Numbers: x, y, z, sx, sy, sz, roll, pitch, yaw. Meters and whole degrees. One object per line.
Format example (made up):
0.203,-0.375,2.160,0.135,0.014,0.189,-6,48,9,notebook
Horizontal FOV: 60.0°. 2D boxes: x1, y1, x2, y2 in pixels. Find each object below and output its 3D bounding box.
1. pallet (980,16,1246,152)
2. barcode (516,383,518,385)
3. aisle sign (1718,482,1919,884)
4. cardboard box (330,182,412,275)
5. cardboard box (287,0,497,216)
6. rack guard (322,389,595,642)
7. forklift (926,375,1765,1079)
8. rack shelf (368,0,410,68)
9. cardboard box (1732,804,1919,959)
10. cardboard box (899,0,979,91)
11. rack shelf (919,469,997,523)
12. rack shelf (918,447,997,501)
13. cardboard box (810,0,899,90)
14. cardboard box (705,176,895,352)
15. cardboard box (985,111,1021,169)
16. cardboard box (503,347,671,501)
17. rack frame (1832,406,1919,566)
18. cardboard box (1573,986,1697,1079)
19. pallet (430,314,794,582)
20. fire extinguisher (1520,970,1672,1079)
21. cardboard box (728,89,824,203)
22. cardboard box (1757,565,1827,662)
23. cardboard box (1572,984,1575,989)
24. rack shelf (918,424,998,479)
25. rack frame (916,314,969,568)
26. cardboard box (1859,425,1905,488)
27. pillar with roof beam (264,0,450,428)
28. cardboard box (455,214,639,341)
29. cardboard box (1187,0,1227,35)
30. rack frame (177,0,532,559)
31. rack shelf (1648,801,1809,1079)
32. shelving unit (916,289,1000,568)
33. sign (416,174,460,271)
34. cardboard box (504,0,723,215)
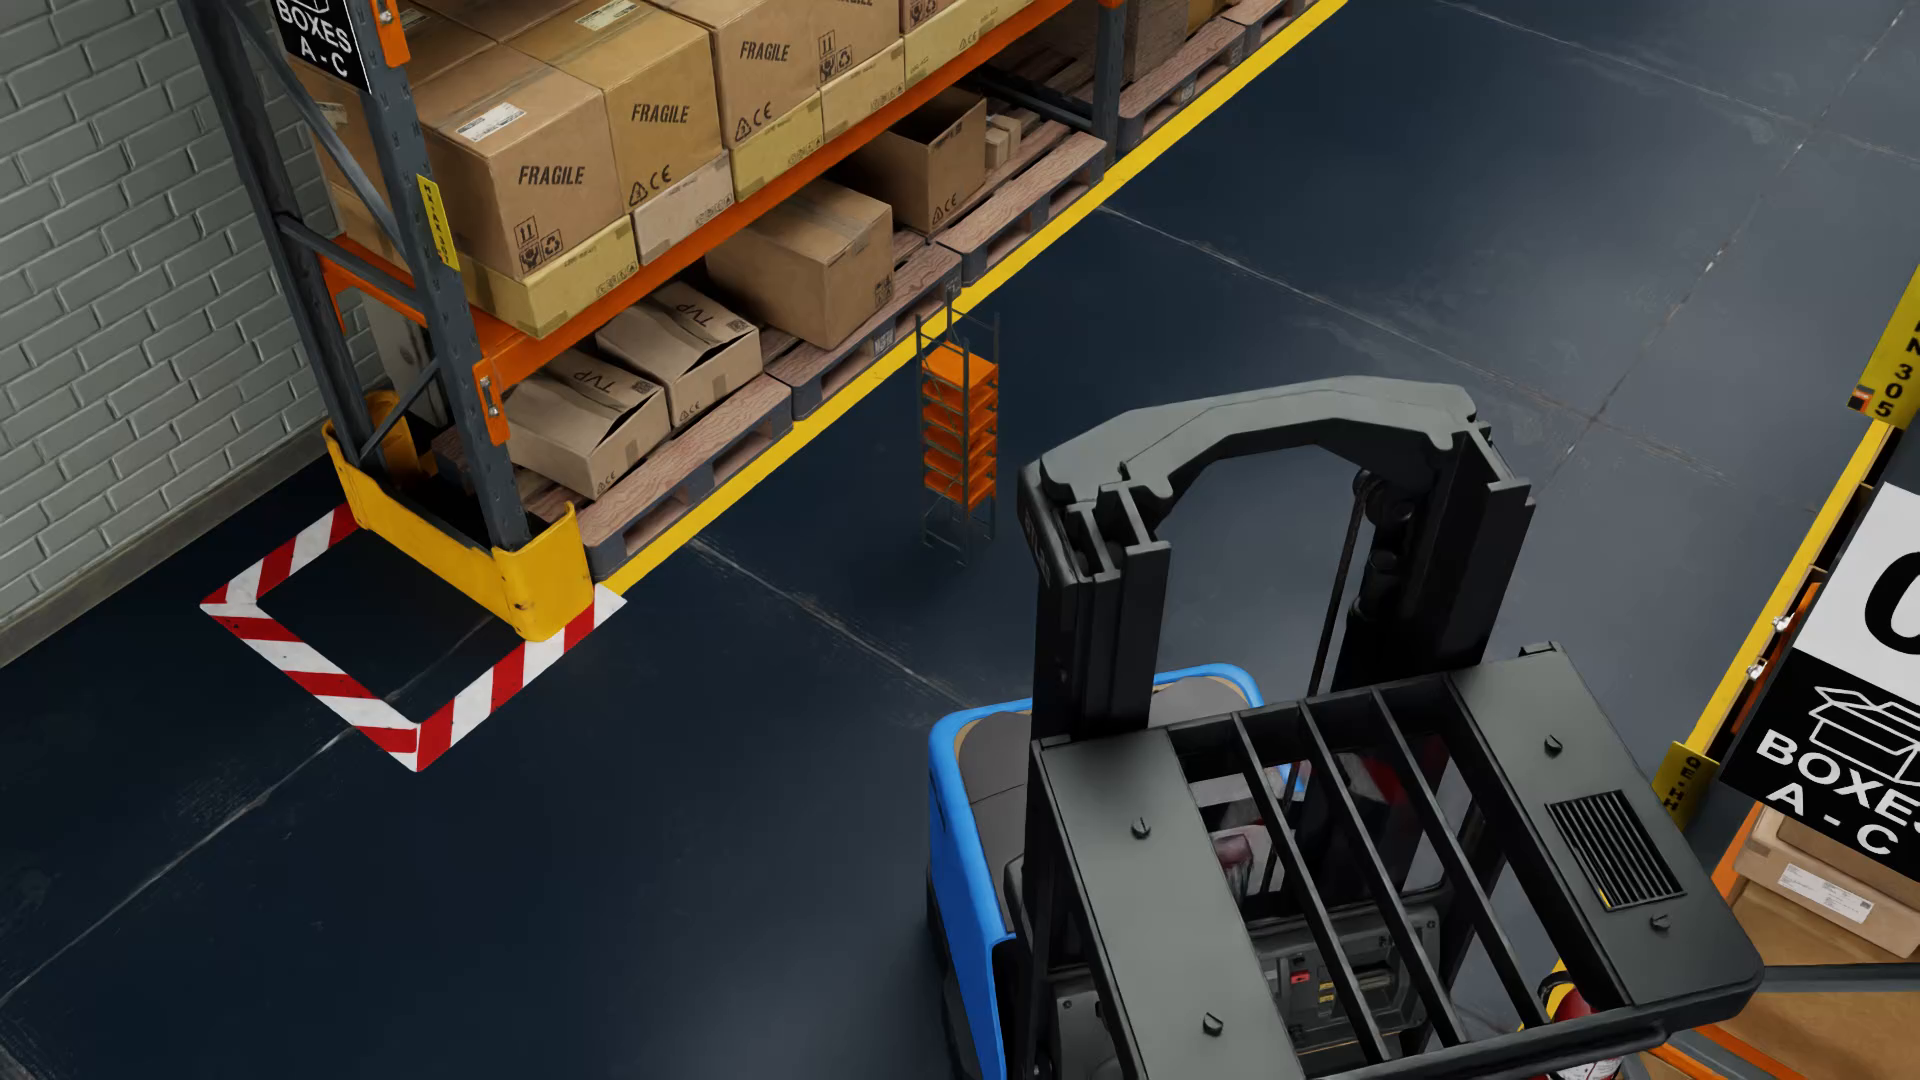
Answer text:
0.863,-2.700,9.348,1.003,0.211,1.213,29,53,25,pallet
-1.868,-0.698,7.056,0.001,0.075,0.075,29,53,25,barcode
1.592,0.269,2.785,0.394,0.787,0.004,29,53,25,aisle sign
-1.925,-1.237,6.111,0.500,0.250,0.500,30,53,25,cardboard box
-1.937,-1.506,5.850,0.500,0.500,0.500,29,53,25,cardboard box
-2.011,-0.108,6.673,1.175,0.500,0.348,29,53,25,rack guard
0.727,1.210,3.732,1.130,2.935,3.031,-10,47,-9,forklift
-0.834,-2.860,5.996,1.077,0.370,4.000,29,53,25,rack shelf
1.948,0.698,3.656,0.380,0.149,0.250,28,53,24,cardboard box
-0.268,-2.191,7.023,0.500,0.250,0.500,29,53,25,cardboard box
-0.009,-0.210,6.679,0.258,0.103,0.180,29,53,25,rack shelf
-0.009,-0.293,6.592,0.258,0.103,0.180,29,53,25,rack shelf
-0.590,-2.155,6.470,0.500,0.500,0.500,31,54,26,cardboard box
-0.726,-1.297,7.504,0.700,0.500,0.500,26,52,23,cardboard box
0.085,-2.071,8.474,0.380,0.166,0.250,23,50,20,cardboard box
-1.563,-0.508,6.880,0.500,0.311,0.500,24,51,21,cardboard box
1.865,-0.813,1.468,1.000,3.000,0.127,29,53,25,rack frame
1.957,1.367,4.627,0.500,0.500,0.500,29,53,25,cardboard box
-1.486,-0.458,7.206,1.003,0.211,1.213,29,53,25,pallet
1.425,1.149,3.797,0.296,0.674,0.183,29,53,25,fire extinguisher
-0.885,-1.615,6.473,0.500,0.250,0.500,28,53,24,cardboard box
2.864,0.503,5.453,0.500,0.500,0.500,29,53,25,cardboard box
2.255,1.335,5.176,0.500,0.250,0.500,29,53,25,cardboard box
-0.009,-0.375,6.505,0.258,0.103,0.180,29,53,25,rack shelf
-0.065,-0.354,6.423,0.240,1.200,0.006,29,53,25,rack frame
3.480,-0.067,5.997,0.500,0.500,0.500,29,53,25,cardboard box
1.093,-1.880,2.488,9.100,9.000,0.400,29,53,25,pillar with roof beam
-1.508,-1.022,5.907,0.500,0.250,0.500,28,52,24,cardboard box
1.101,-3.252,9.371,0.700,0.500,0.500,28,52,24,cardboard box
-2.057,-0.928,5.727,1.000,3.000,0.127,29,53,25,rack frame
3.088,0.364,4.990,1.077,0.370,4.000,29,53,25,rack shelf
-0.009,-0.406,6.473,0.258,1.200,0.189,29,53,25,shelving unit
-1.628,-0.988,5.185,0.100,0.325,0.005,29,53,25,sign
-1.217,-1.561,5.903,0.500,0.500,0.500,29,53,25,cardboard box
